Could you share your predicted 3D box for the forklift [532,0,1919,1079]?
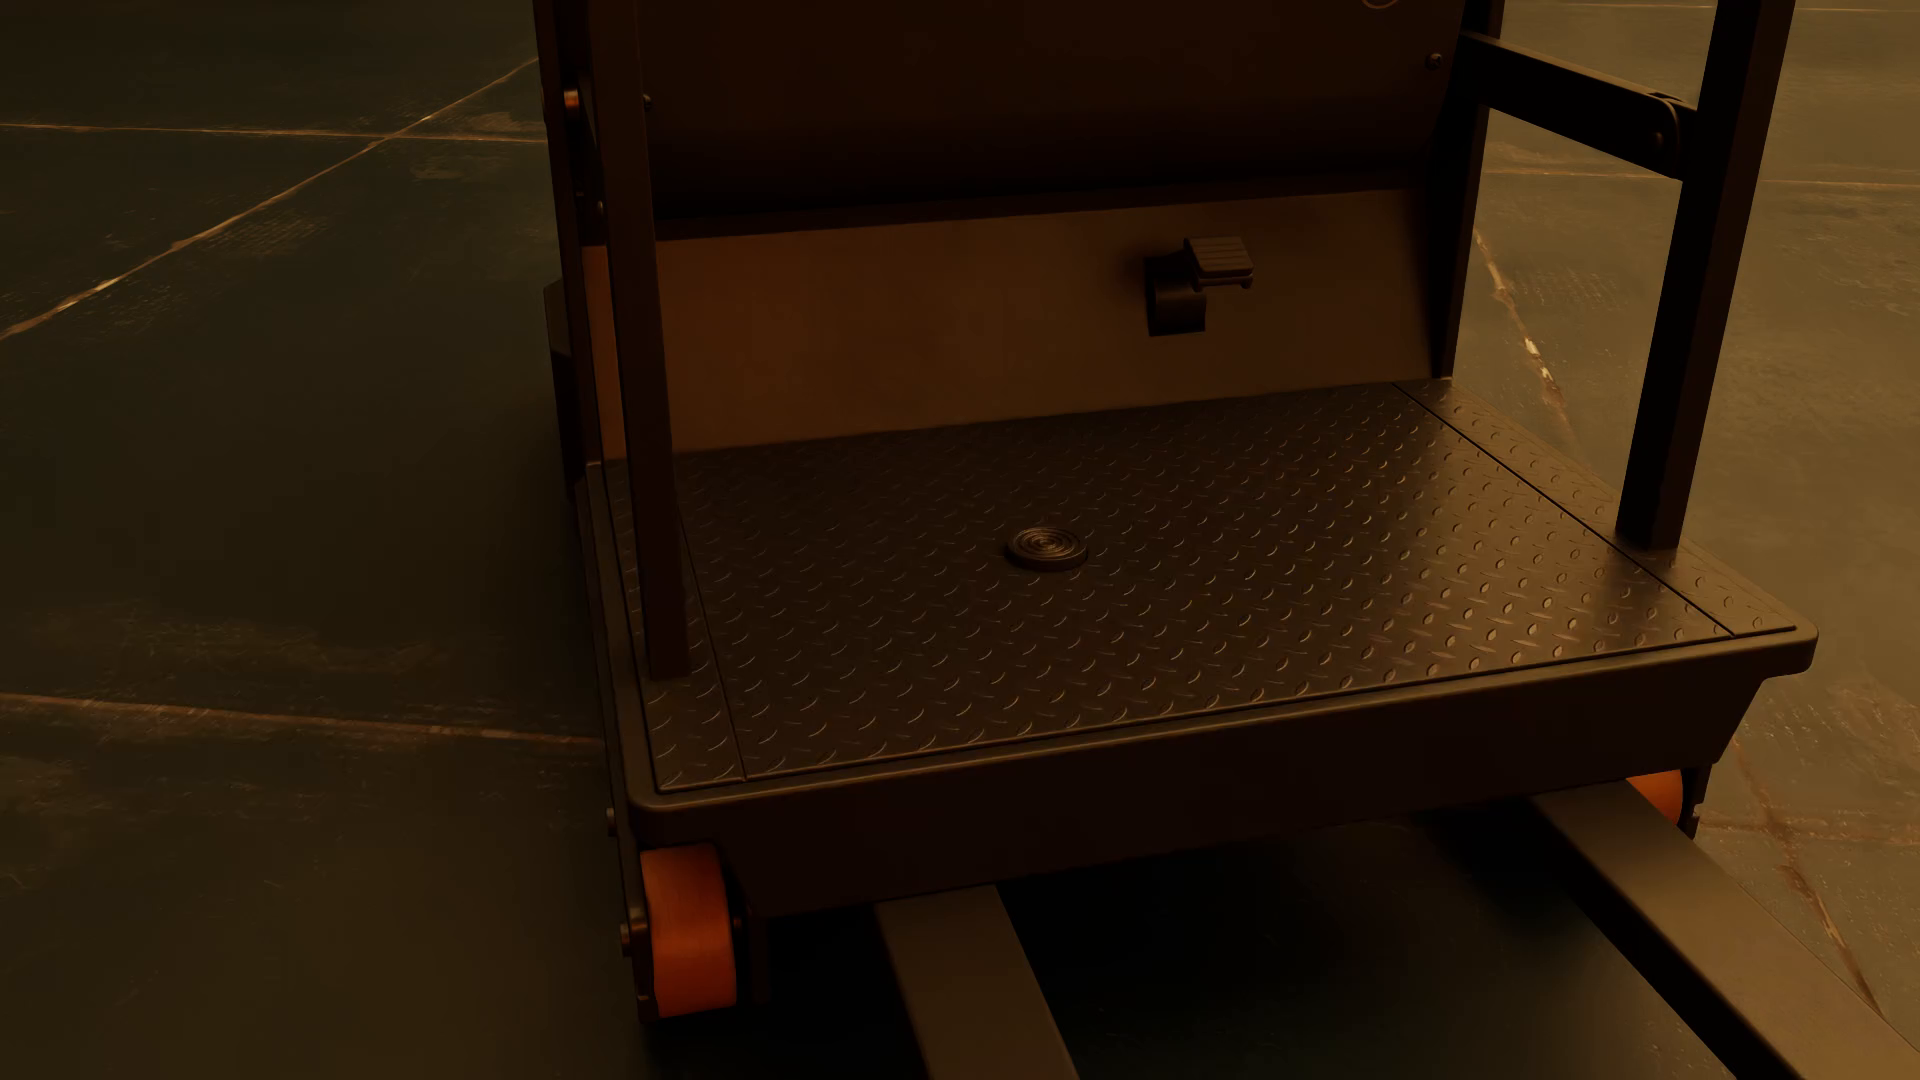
[{"bbox_3d":[0.153,-1.049,1.319,1.130,2.935,3.031,-7,27,-13],"label":"forklift"}]
